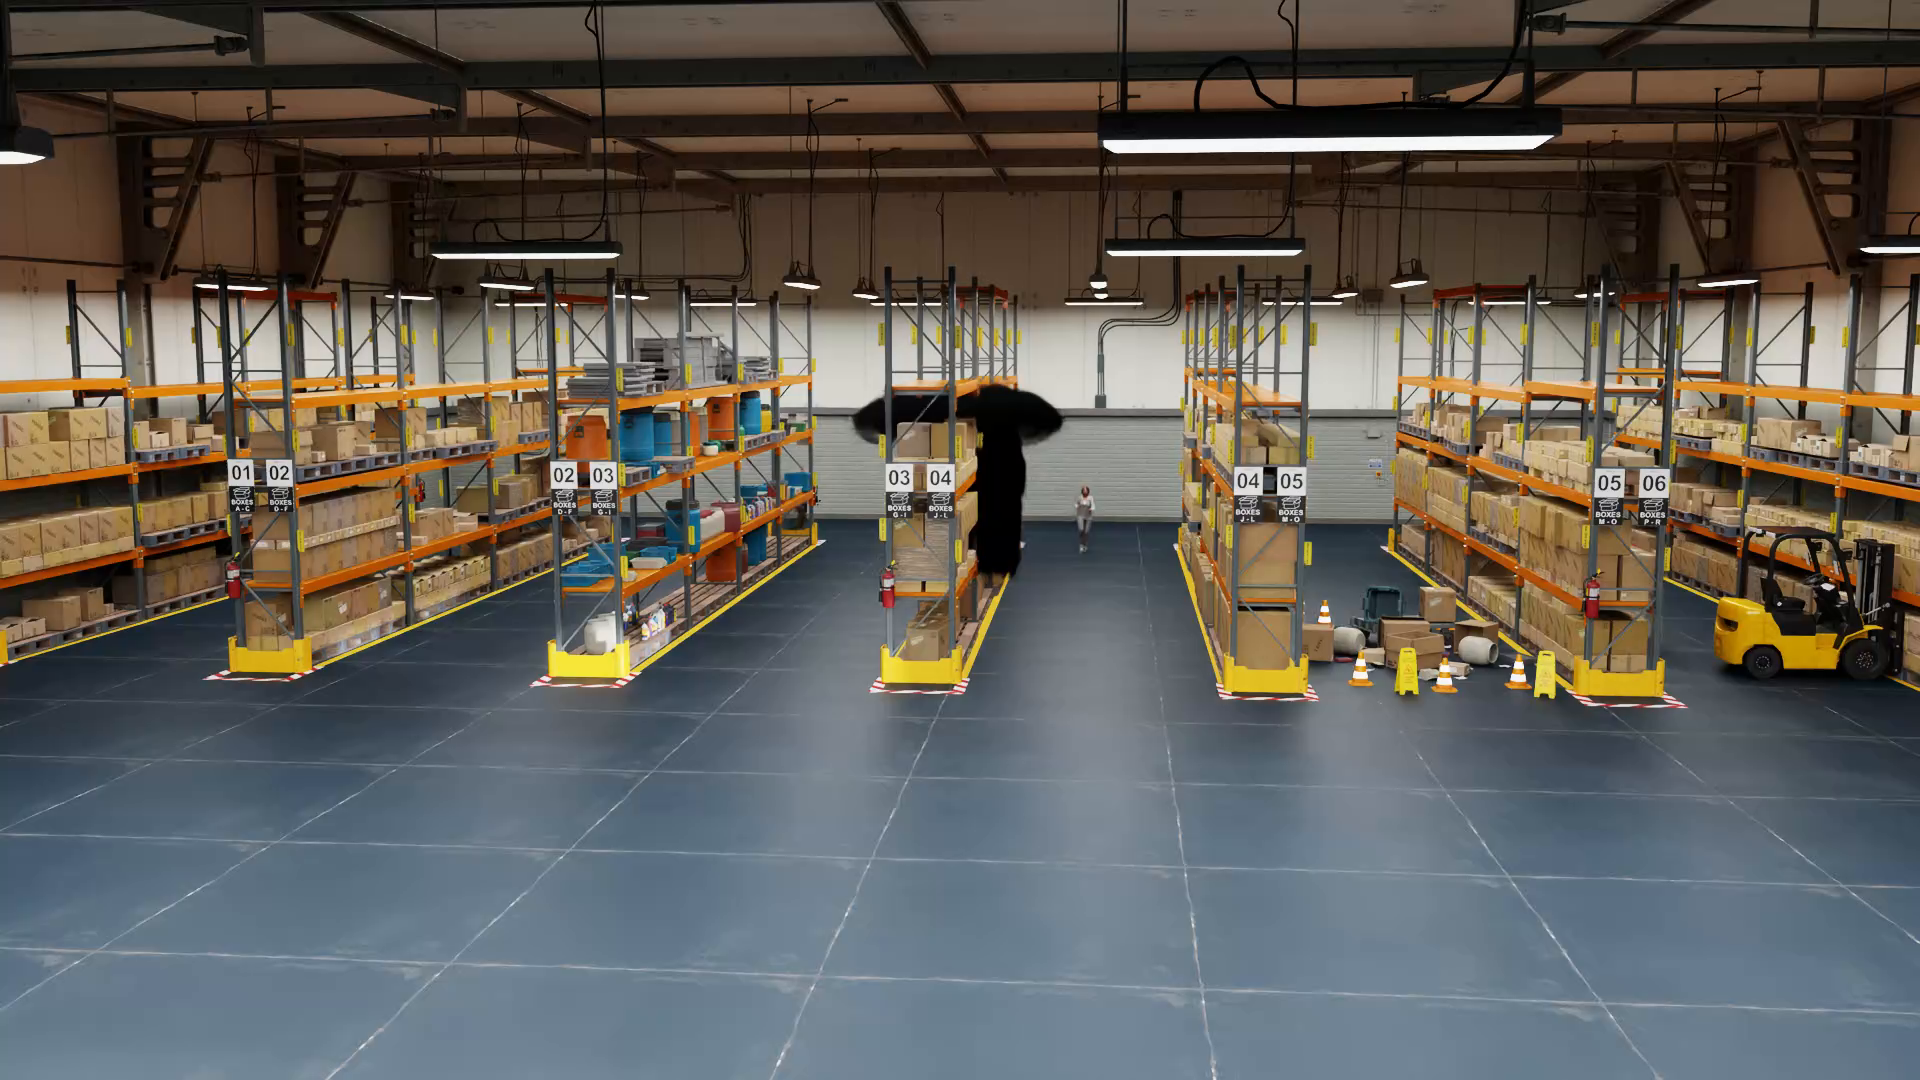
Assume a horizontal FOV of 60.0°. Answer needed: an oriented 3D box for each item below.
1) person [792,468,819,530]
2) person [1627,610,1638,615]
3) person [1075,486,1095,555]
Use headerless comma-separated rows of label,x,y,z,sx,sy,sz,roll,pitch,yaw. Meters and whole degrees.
person,-3.977,-0.935,41.669,0.728,1.768,0.680,6,9,38
person,11.441,0.713,28.576,0.664,1.676,0.760,0,7,-2
person,2.908,-0.475,38.709,0.442,1.606,0.789,0,7,-1
